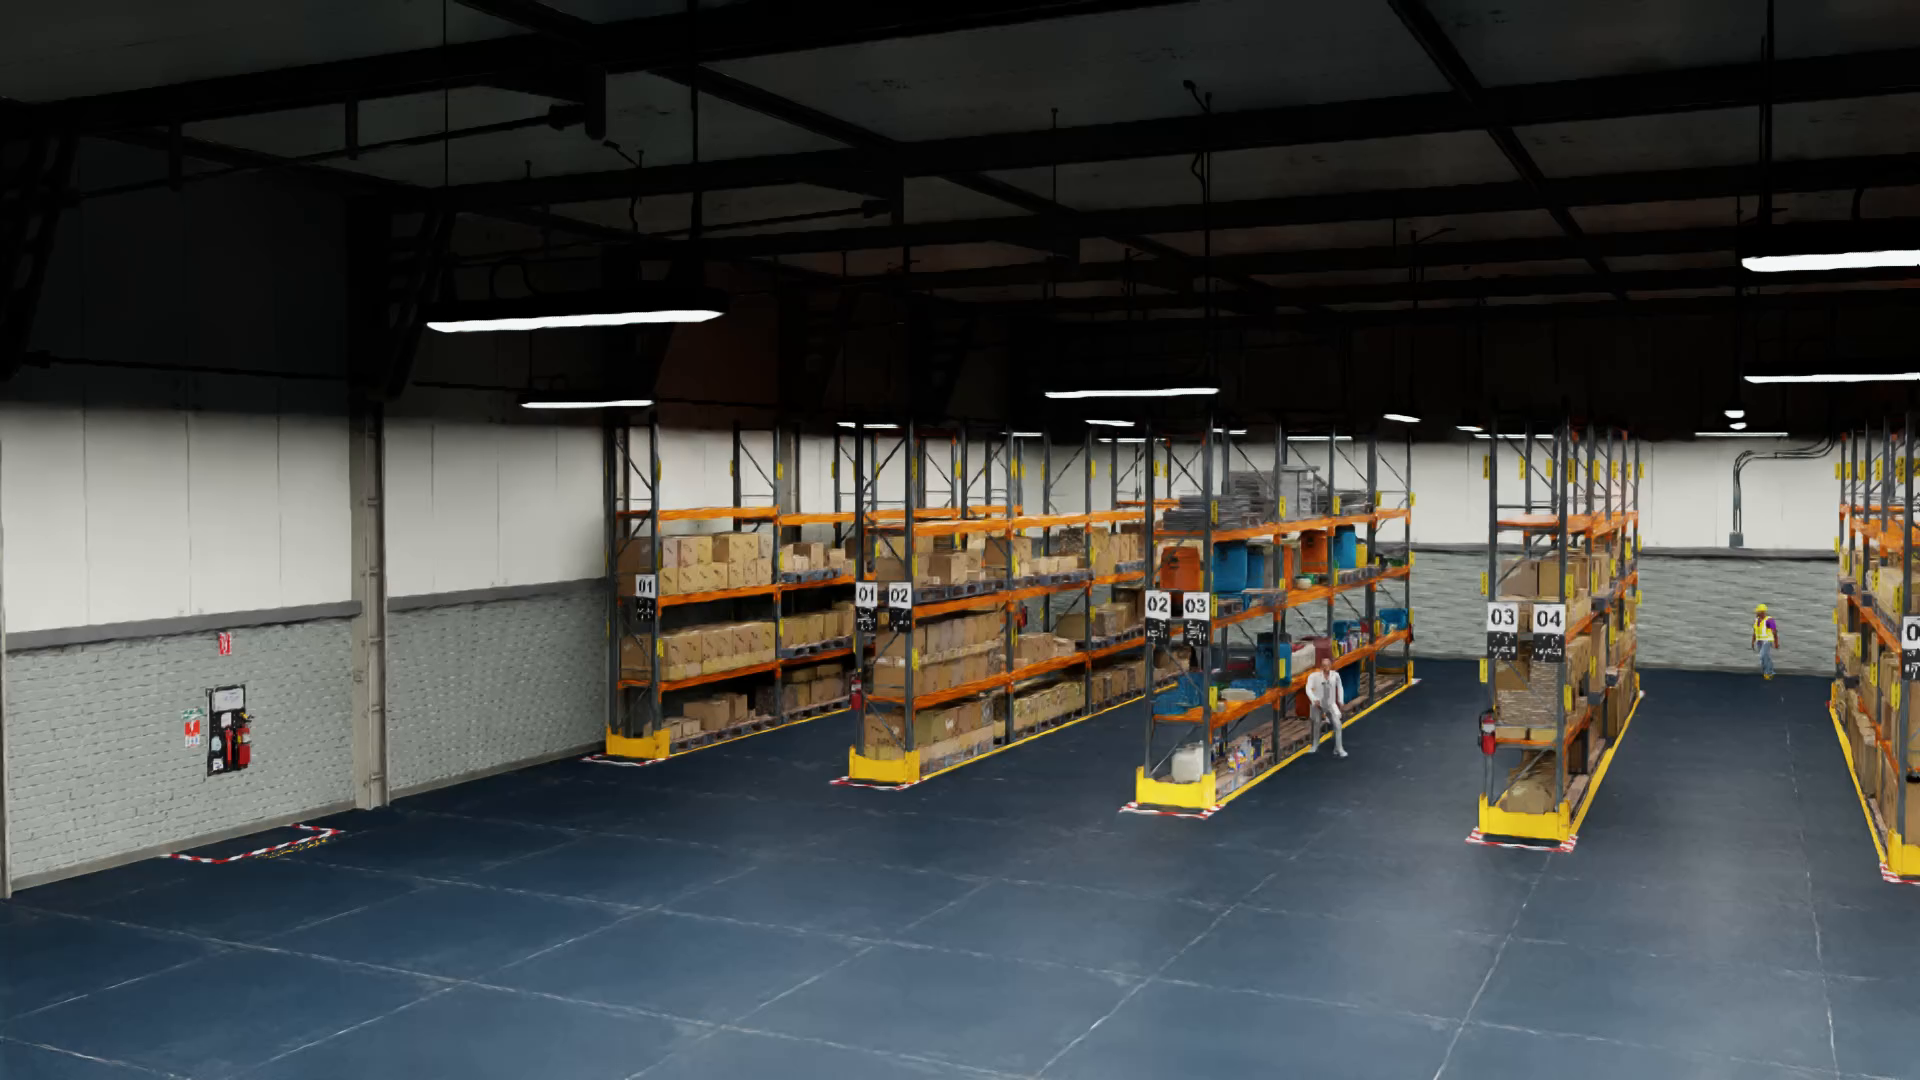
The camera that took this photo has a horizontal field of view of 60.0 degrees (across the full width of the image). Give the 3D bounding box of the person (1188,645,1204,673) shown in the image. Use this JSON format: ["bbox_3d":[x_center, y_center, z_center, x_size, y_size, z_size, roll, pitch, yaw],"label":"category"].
[{"bbox_3d":[4.995,2.714,34.593,0.463,1.640,0.598,0,2,0],"label":"person"}]

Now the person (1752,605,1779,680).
[{"bbox_3d":[19.346,2.441,39.930,0.494,1.766,0.656,0,2,-11],"label":"person"}]

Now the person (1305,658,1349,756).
[{"bbox_3d":[6.389,2.908,29.119,0.720,1.719,0.857,0,2,5],"label":"person"}]
